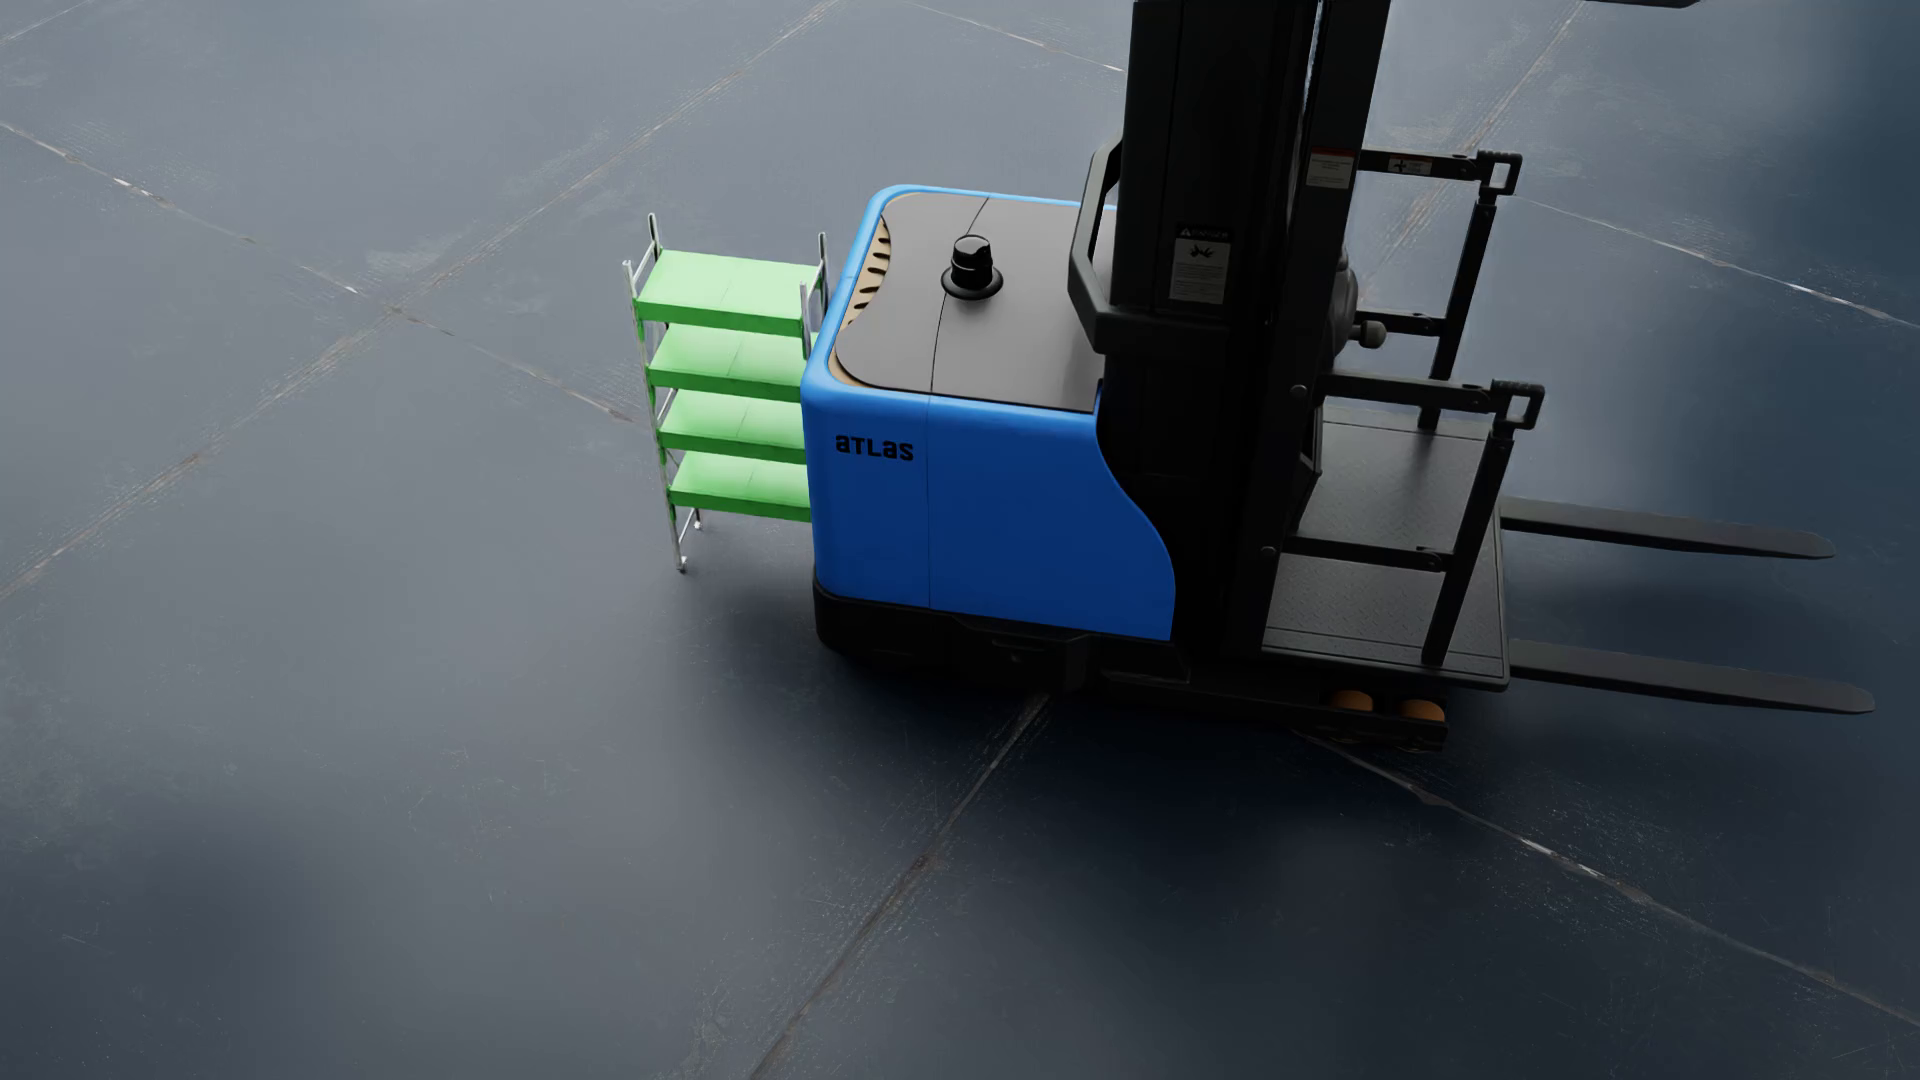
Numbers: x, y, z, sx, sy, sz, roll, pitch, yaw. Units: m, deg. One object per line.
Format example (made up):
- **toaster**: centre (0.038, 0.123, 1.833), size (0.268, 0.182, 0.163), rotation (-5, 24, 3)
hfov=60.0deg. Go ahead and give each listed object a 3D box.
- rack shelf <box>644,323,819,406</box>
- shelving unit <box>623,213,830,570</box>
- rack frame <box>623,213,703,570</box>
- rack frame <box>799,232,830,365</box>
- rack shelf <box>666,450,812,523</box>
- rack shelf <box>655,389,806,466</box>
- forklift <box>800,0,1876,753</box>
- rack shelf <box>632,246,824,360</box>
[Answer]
- **rack shelf**: centre (-0.638, -0.498, 4.823), size (0.480, 0.148, 0.258), rotation (7, 46, 7)
- **shelving unit**: centre (-0.638, -0.375, 4.949), size (0.503, 1.200, 0.258), rotation (7, 46, 7)
- **rack frame**: centre (-0.878, -0.407, 4.980), size (0.015, 1.200, 0.240), rotation (7, 46, 7)
- **rack frame**: centre (-0.398, -0.344, 4.919), size (0.015, 1.200, 0.240), rotation (7, 46, 7)
- **rack shelf**: centre (-0.638, -0.163, 5.167), size (0.480, 0.148, 0.258), rotation (7, 46, 7)
- **rack shelf**: centre (-0.638, -0.331, 4.995), size (0.480, 0.148, 0.258), rotation (7, 46, 7)
- **forklift**: centre (1.131, -0.819, 4.174), size (3.031, 2.935, 1.130), rotation (7, 46, 7)
- **rack shelf**: centre (-0.638, -0.665, 4.651), size (0.480, 0.148, 0.258), rotation (7, 46, 7)
